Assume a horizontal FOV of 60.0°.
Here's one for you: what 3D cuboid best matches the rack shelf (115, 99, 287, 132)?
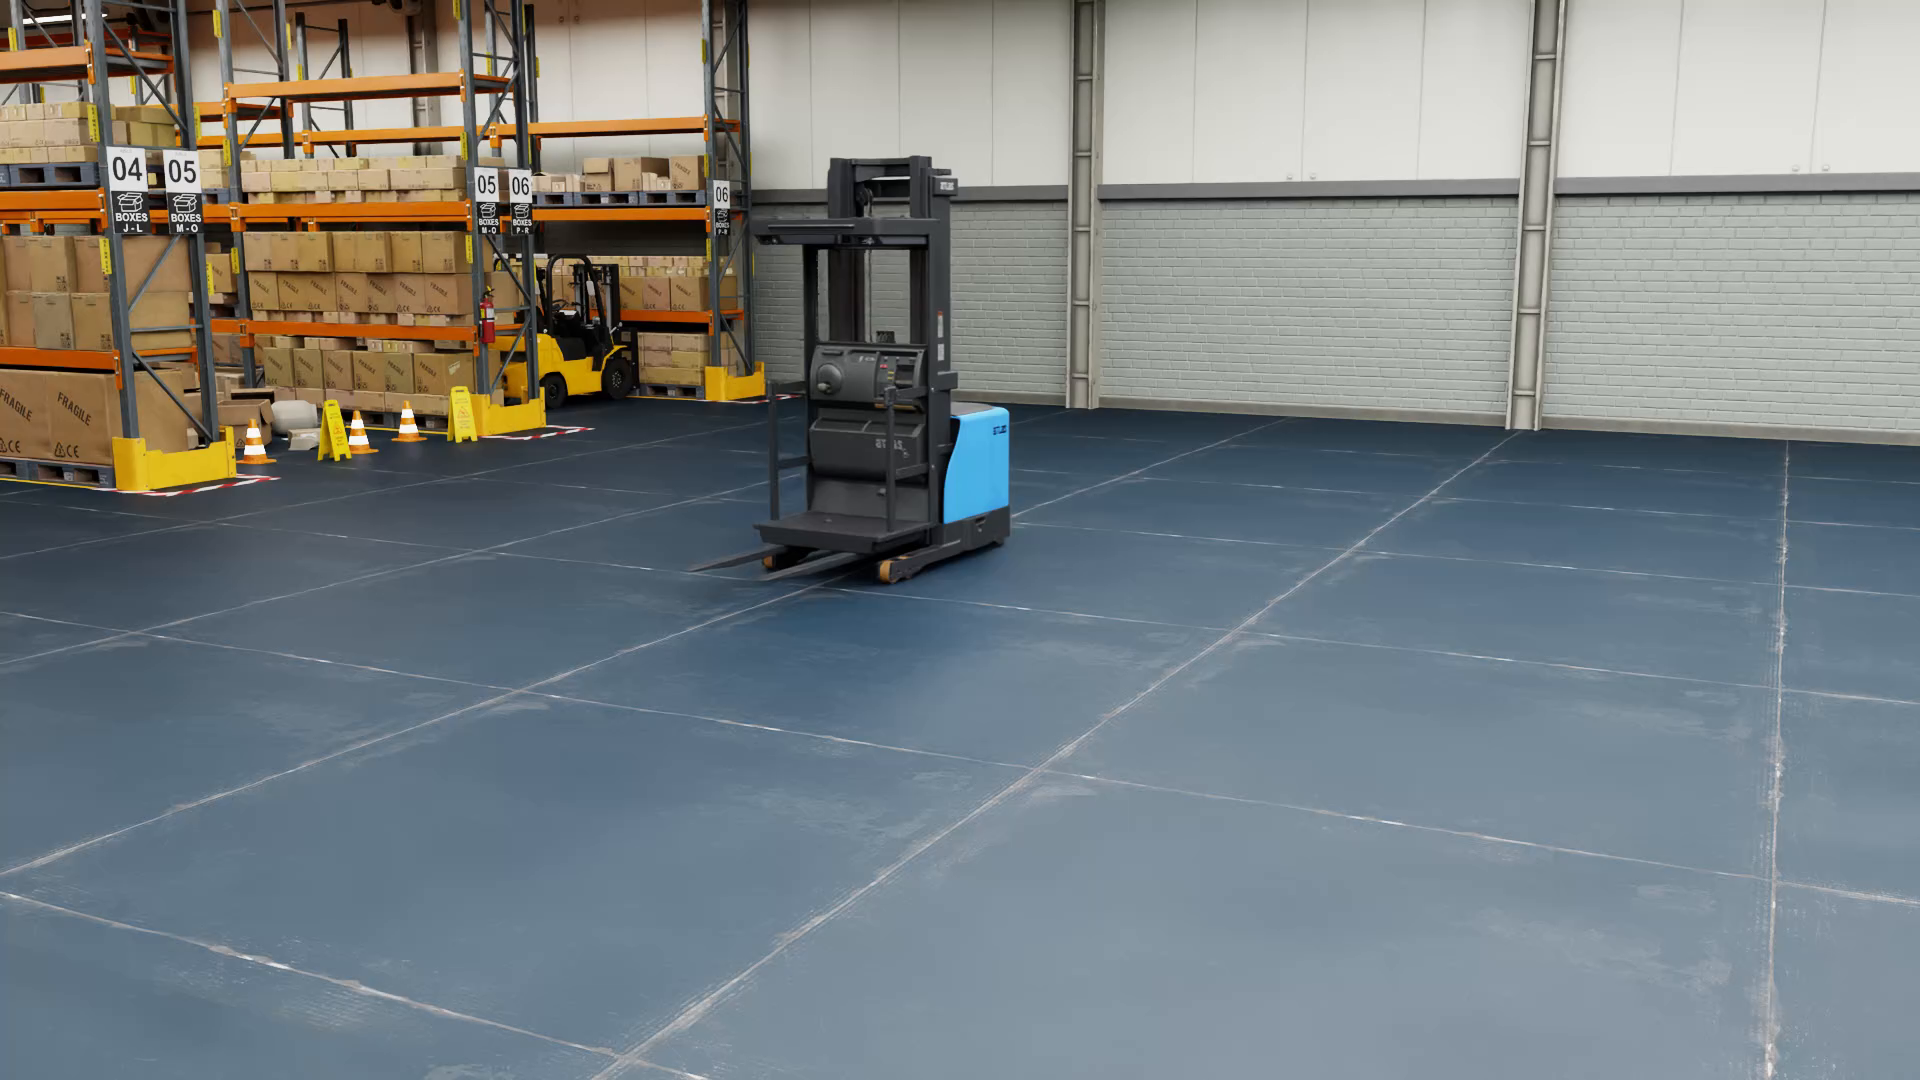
[{"bbox_3d":[-10.987,-5.714,22.680,4.000,0.370,1.077,5,11,26],"label":"rack shelf"}]

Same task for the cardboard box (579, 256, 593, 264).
[{"bbox_3d":[-5.656,-4.302,25.641,0.250,0.149,0.380,5,11,26],"label":"cardboard box"}]

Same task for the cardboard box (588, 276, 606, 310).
[{"bbox_3d":[-5.347,-3.800,25.523,0.500,0.500,0.500,5,11,26],"label":"cardboard box"}]

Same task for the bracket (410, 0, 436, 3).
[{"bbox_3d":[-8.805,-8.939,27.246,0.430,0.232,0.235,5,11,26],"label":"bracket"}]

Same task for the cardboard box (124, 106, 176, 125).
[{"bbox_3d":[-7.864,-4.120,16.154,0.250,0.149,0.380,5,11,26],"label":"cardboard box"}]

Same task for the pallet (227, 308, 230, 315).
[{"bbox_3d":[-10.987,-3.227,23.176,1.213,0.211,1.003,5,11,26],"label":"pallet"}]

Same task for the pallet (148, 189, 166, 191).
[{"bbox_3d":[-10.631,-4.686,22.805,1.003,0.211,1.213,5,11,26],"label":"pallet"}]

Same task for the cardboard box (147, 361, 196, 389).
[{"bbox_3d":[-9.954,-2.012,20.815,0.500,0.500,0.500,5,11,26],"label":"cardboard box"}]

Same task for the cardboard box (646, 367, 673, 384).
[{"bbox_3d":[-4.416,-2.514,25.242,0.500,0.250,0.500,5,11,26],"label":"cardboard box"}]

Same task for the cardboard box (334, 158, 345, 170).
[{"bbox_3d":[-7.625,-4.714,20.899,0.250,0.149,0.380,5,12,27],"label":"cardboard box"}]

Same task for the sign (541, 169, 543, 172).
[{"bbox_3d":[-6.756,-5.807,26.796,0.005,0.325,0.100,5,11,26],"label":"sign"}]

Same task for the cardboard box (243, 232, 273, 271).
[{"bbox_3d":[-8.895,-3.774,21.736,0.500,0.500,0.700,5,11,25],"label":"cardboard box"}]

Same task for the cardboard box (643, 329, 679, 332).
[{"bbox_3d":[-4.654,-3.127,25.820,0.500,0.250,0.500,5,11,25],"label":"cardboard box"}]

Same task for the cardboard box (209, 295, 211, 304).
[{"bbox_3d":[-10.006,-3.259,22.339,0.250,0.149,0.380,5,11,24],"label":"cardboard box"}]

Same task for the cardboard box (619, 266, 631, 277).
[{"bbox_3d":[-5.010,-4.082,25.258,0.250,0.149,0.380,5,11,26],"label":"cardboard box"}]

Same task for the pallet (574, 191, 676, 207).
[{"bbox_3d":[-5.134,-5.222,25.485,1.213,0.211,1.003,5,11,26],"label":"pallet"}]

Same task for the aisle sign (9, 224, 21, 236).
[{"bbox_3d":[-17.953,-6.132,31.389,0.004,0.787,0.394,5,11,26],"label":"aisle sign"}]

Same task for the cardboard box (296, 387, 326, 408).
[{"bbox_3d":[-8.300,-1.879,21.733,0.500,0.250,0.500,6,12,29],"label":"cardboard box"}]

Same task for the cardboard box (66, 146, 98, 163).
[{"bbox_3d":[-8.154,-3.622,15.644,0.250,0.149,0.380,5,11,26],"label":"cardboard box"}]

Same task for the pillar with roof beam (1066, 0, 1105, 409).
[{"bbox_3d":[-0.163,-5.624,19.037,0.400,9.000,9.100,5,11,26],"label":"pillar with roof beam"}]

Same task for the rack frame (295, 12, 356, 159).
[{"bbox_3d":[-10.588,-7.216,27.833,0.127,3.000,1.000,5,11,26],"label":"rack frame"}]

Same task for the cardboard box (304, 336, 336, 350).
[{"bbox_3d":[-8.237,-2.548,21.502,0.250,0.149,0.380,6,12,28],"label":"cardboard box"}]

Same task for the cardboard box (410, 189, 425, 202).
[{"bbox_3d":[-6.511,-4.217,20.391,0.250,0.149,0.380,5,12,28],"label":"cardboard box"}]

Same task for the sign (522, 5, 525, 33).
[{"bbox_3d":[-5.366,-6.378,20.356,0.005,0.325,0.100,5,11,26],"label":"sign"}]

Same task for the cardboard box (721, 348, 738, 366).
[{"bbox_3d":[-3.743,-2.803,25.435,0.500,0.250,0.500,5,12,27],"label":"cardboard box"}]

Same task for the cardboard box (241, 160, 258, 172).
[{"bbox_3d":[-9.055,-4.823,21.503,0.250,0.149,0.380,5,11,25],"label":"cardboard box"}]

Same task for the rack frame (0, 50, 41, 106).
[{"bbox_3d":[-17.762,-7.846,31.316,0.127,3.000,1.000,5,11,26],"label":"rack frame"}]

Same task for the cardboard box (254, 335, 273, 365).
[{"bbox_3d":[-11.977,-3.321,28.999,0.500,0.500,0.500,6,12,28],"label":"cardboard box"}]

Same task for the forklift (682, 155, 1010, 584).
[{"bbox_3d":[-0.777,-1.230,11.796,1.130,2.935,3.031,6,12,29],"label":"forklift"}]

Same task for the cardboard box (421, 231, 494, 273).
[{"bbox_3d":[-6.161,-3.533,20.407,0.500,0.500,0.700,5,11,24],"label":"cardboard box"}]

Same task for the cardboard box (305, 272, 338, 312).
[{"bbox_3d":[-8.017,-3.195,21.342,0.500,0.500,0.500,5,11,25],"label":"cardboard box"}]

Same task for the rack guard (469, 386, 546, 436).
[{"bbox_3d":[-5.675,-1.616,20.758,0.348,0.500,1.175,5,11,26],"label":"rack guard"}]

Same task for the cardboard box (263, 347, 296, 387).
[{"bbox_3d":[-8.784,-2.289,21.889,0.500,0.500,0.500,6,12,29],"label":"cardboard box"}]

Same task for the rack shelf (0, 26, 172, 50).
[{"bbox_3d":[-15.968,-8.970,30.213,4.000,0.370,1.077,5,11,26],"label":"rack shelf"}]

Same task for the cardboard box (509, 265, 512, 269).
[{"bbox_3d":[-7.221,-4.379,26.901,0.250,0.149,0.380,5,11,25],"label":"cardboard box"}]

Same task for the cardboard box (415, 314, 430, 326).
[{"bbox_3d":[-6.533,-2.738,20.641,0.250,0.149,0.380,5,11,25],"label":"cardboard box"}]

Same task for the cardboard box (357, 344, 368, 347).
[{"bbox_3d":[-8.087,-2.335,22.144,0.500,0.500,0.500,5,12,27],"label":"cardboard box"}]

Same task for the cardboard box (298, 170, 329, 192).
[{"bbox_3d":[-8.010,-4.545,21.084,0.500,0.250,0.500,5,11,26],"label":"cardboard box"}]

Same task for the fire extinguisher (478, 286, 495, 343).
[{"bbox_3d":[-5.708,-2.720,20.052,0.183,0.674,0.296,5,11,26],"label":"fire extinguisher"}]

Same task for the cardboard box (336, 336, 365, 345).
[{"bbox_3d":[-10.034,-3.251,28.257,0.625,0.625,0.875,5,12,28],"label":"cardboard box"}]

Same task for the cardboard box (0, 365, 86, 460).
[{"bbox_3d":[-9.133,-1.315,16.860,0.875,0.875,0.875,5,11,25],"label":"cardboard box"}]

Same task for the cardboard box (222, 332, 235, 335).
[{"bbox_3d":[-12.772,-3.711,29.332,0.250,0.149,0.380,5,12,28],"label":"cardboard box"}]

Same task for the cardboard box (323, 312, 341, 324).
[{"bbox_3d":[-7.910,-2.854,21.280,0.250,0.149,0.380,5,11,26],"label":"cardboard box"}]

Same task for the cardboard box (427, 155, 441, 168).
[{"bbox_3d":[-6.255,-4.591,20.219,0.250,0.149,0.380,5,12,27],"label":"cardboard box"}]

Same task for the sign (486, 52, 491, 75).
[{"bbox_3d":[-7.230,-7.312,25.517,0.005,0.325,0.100,5,11,26],"label":"sign"}]

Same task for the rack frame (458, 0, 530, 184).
[{"bbox_3d":[-5.606,-5.792,19.968,0.127,3.000,1.000,5,11,26],"label":"rack frame"}]

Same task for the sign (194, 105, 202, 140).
[{"bbox_3d":[-7.455,-4.075,16.225,0.005,0.325,0.100,5,11,26],"label":"sign"}]

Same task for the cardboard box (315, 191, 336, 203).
[{"bbox_3d":[-7.905,-4.329,21.008,0.250,0.149,0.380,5,11,25],"label":"cardboard box"}]

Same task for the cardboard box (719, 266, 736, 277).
[{"bbox_3d":[-3.603,-4.070,25.194,0.250,0.149,0.380,5,11,24],"label":"cardboard box"}]

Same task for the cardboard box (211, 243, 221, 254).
[{"bbox_3d":[-10.479,-4.040,23.012,0.250,0.149,0.380,6,12,29],"label":"cardboard box"}]

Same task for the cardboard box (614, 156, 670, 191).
[{"bbox_3d":[-4.792,-5.507,25.073,0.500,0.500,0.700,5,11,26],"label":"cardboard box"}]

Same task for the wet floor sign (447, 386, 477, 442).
[{"bbox_3d":[-5.909,-1.496,19.685,0.267,0.644,0.232,-10,14,-43],"label":"wet floor sign"}]

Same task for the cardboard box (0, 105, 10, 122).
[{"bbox_3d":[-9.068,-4.095,16.018,0.250,0.149,0.380,5,11,26],"label":"cardboard box"}]

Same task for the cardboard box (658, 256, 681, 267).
[{"bbox_3d":[-4.309,-4.174,24.931,0.250,0.149,0.380,5,12,27],"label":"cardboard box"}]

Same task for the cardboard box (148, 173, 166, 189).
[{"bbox_3d":[-10.690,-4.868,22.527,0.500,0.250,0.500,5,11,27],"label":"cardboard box"}]

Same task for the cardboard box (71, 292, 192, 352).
[{"bbox_3d":[-8.059,-2.138,16.198,0.550,0.550,0.875,5,11,26],"label":"cardboard box"}]

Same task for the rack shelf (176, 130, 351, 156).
[{"bbox_3d":[-12.381,-6.823,28.803,4.000,0.370,1.077,5,11,26],"label":"rack shelf"}]

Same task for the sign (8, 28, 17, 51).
[{"bbox_3d":[-13.023,-6.872,22.862,0.005,0.325,0.100,5,11,26],"label":"sign"}]
